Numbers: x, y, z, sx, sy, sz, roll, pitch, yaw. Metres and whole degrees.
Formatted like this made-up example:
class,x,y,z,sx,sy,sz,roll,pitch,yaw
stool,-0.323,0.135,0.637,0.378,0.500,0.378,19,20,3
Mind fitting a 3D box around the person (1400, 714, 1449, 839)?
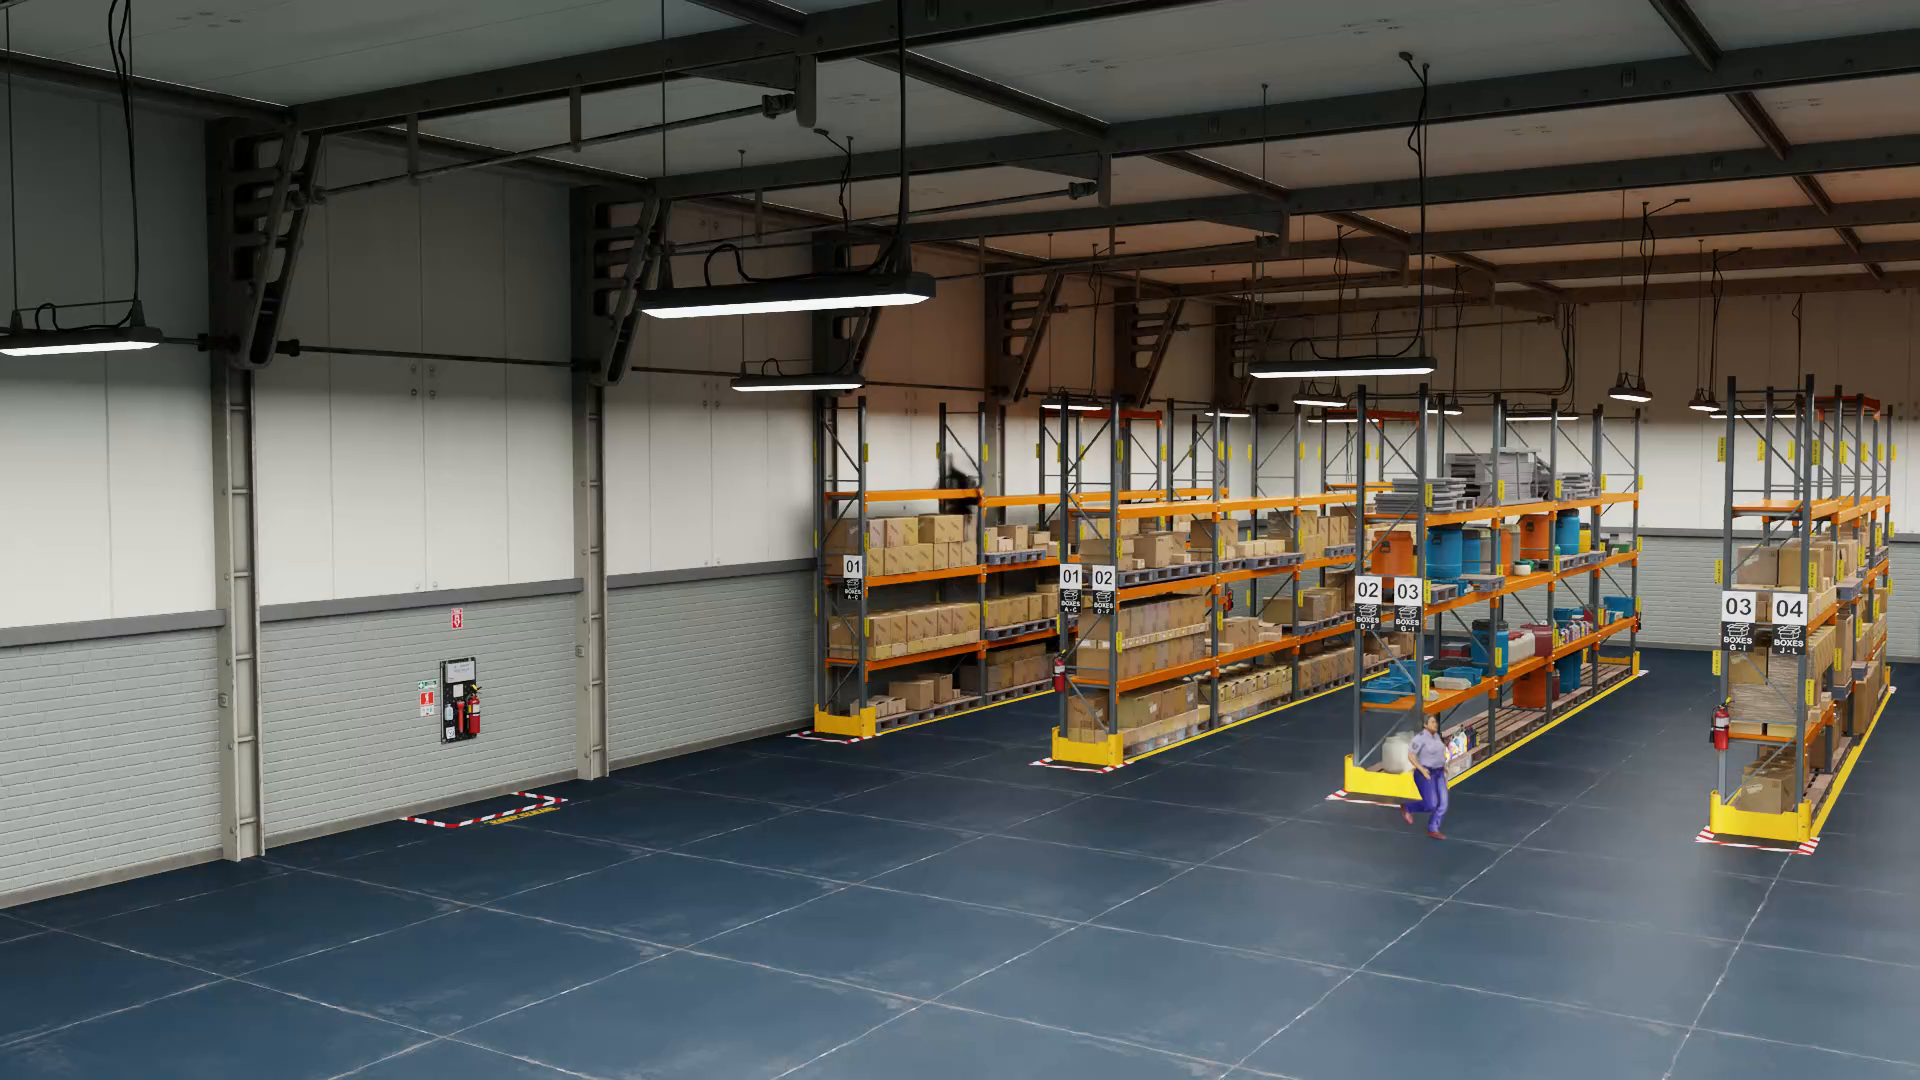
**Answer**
class,x,y,z,sx,sy,sz,roll,pitch,yaw
person,6.095,3.073,21.713,0.609,1.611,0.634,-2,4,-34
